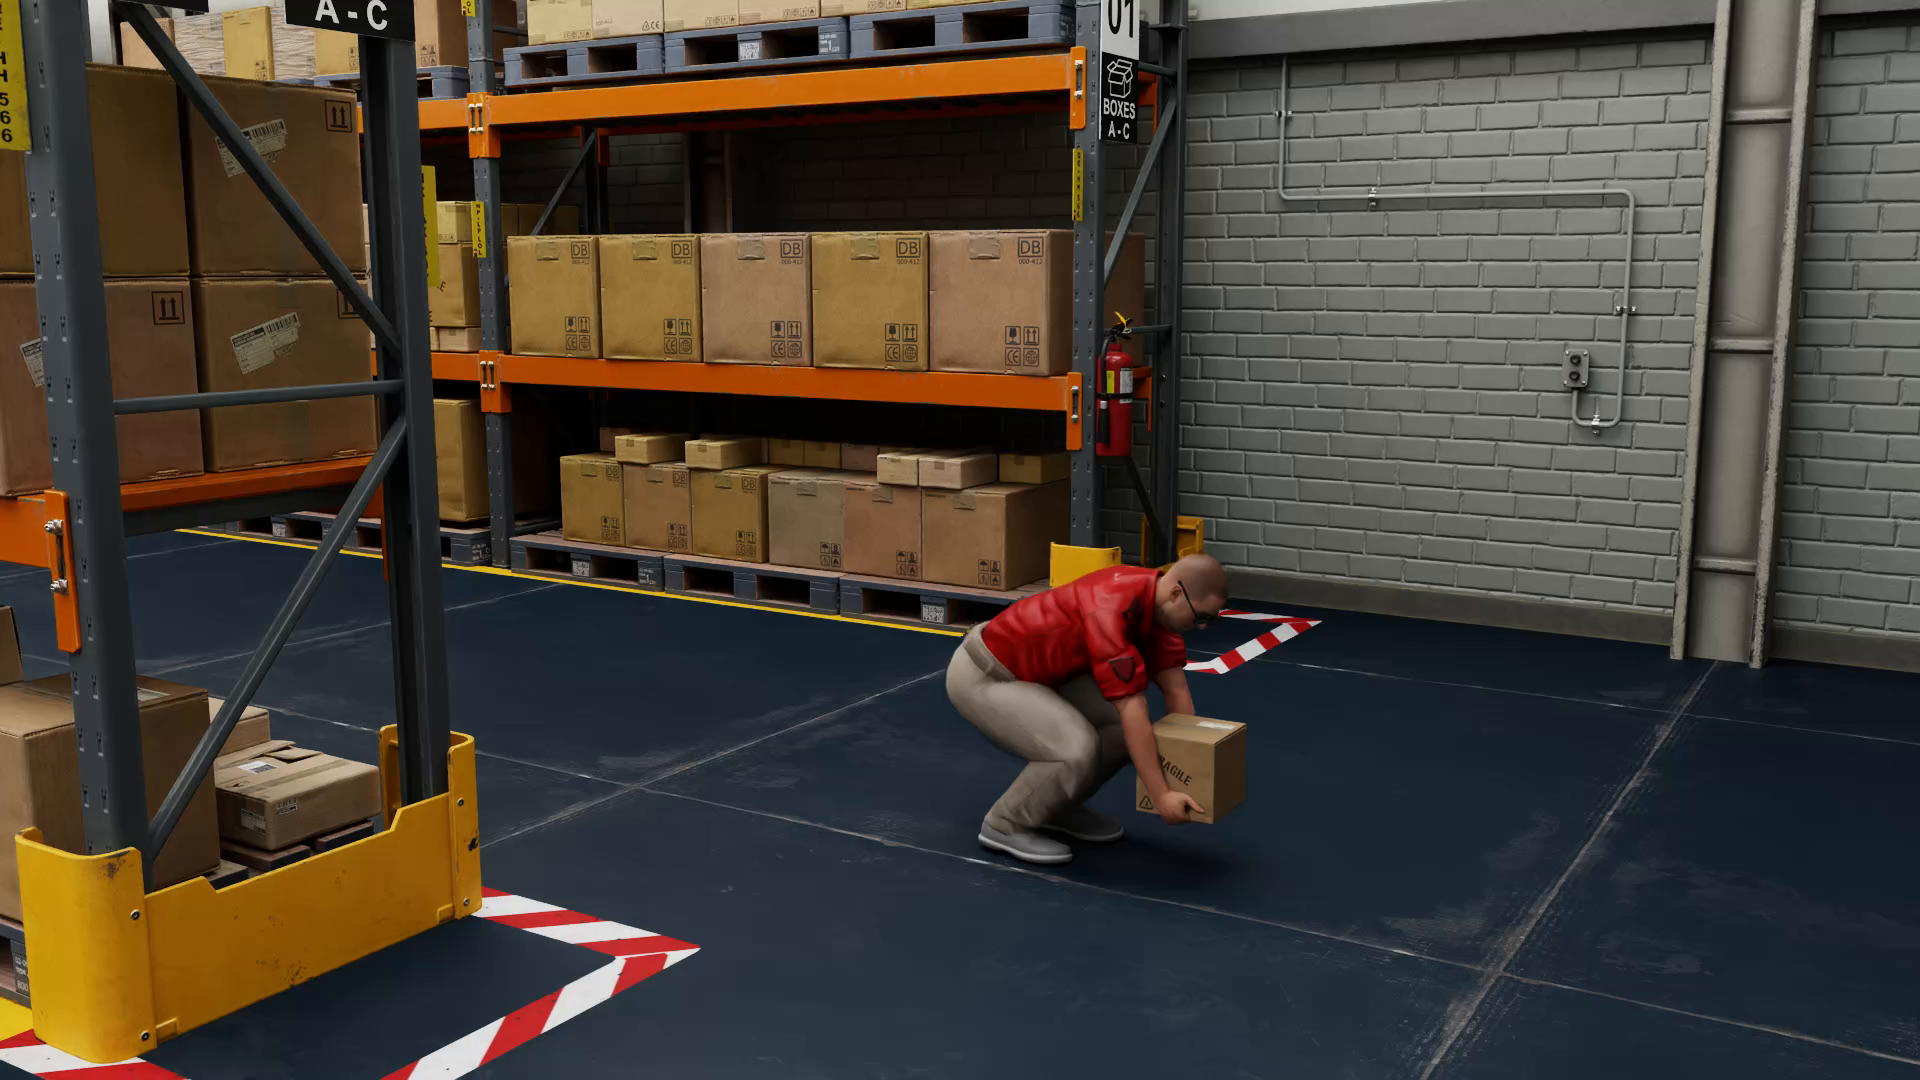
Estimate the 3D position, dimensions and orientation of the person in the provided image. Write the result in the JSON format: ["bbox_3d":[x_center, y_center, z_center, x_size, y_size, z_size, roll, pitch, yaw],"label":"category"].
[{"bbox_3d":[0.407,0.505,5.205,0.903,0.980,0.528,5,11,29],"label":"person"}]
